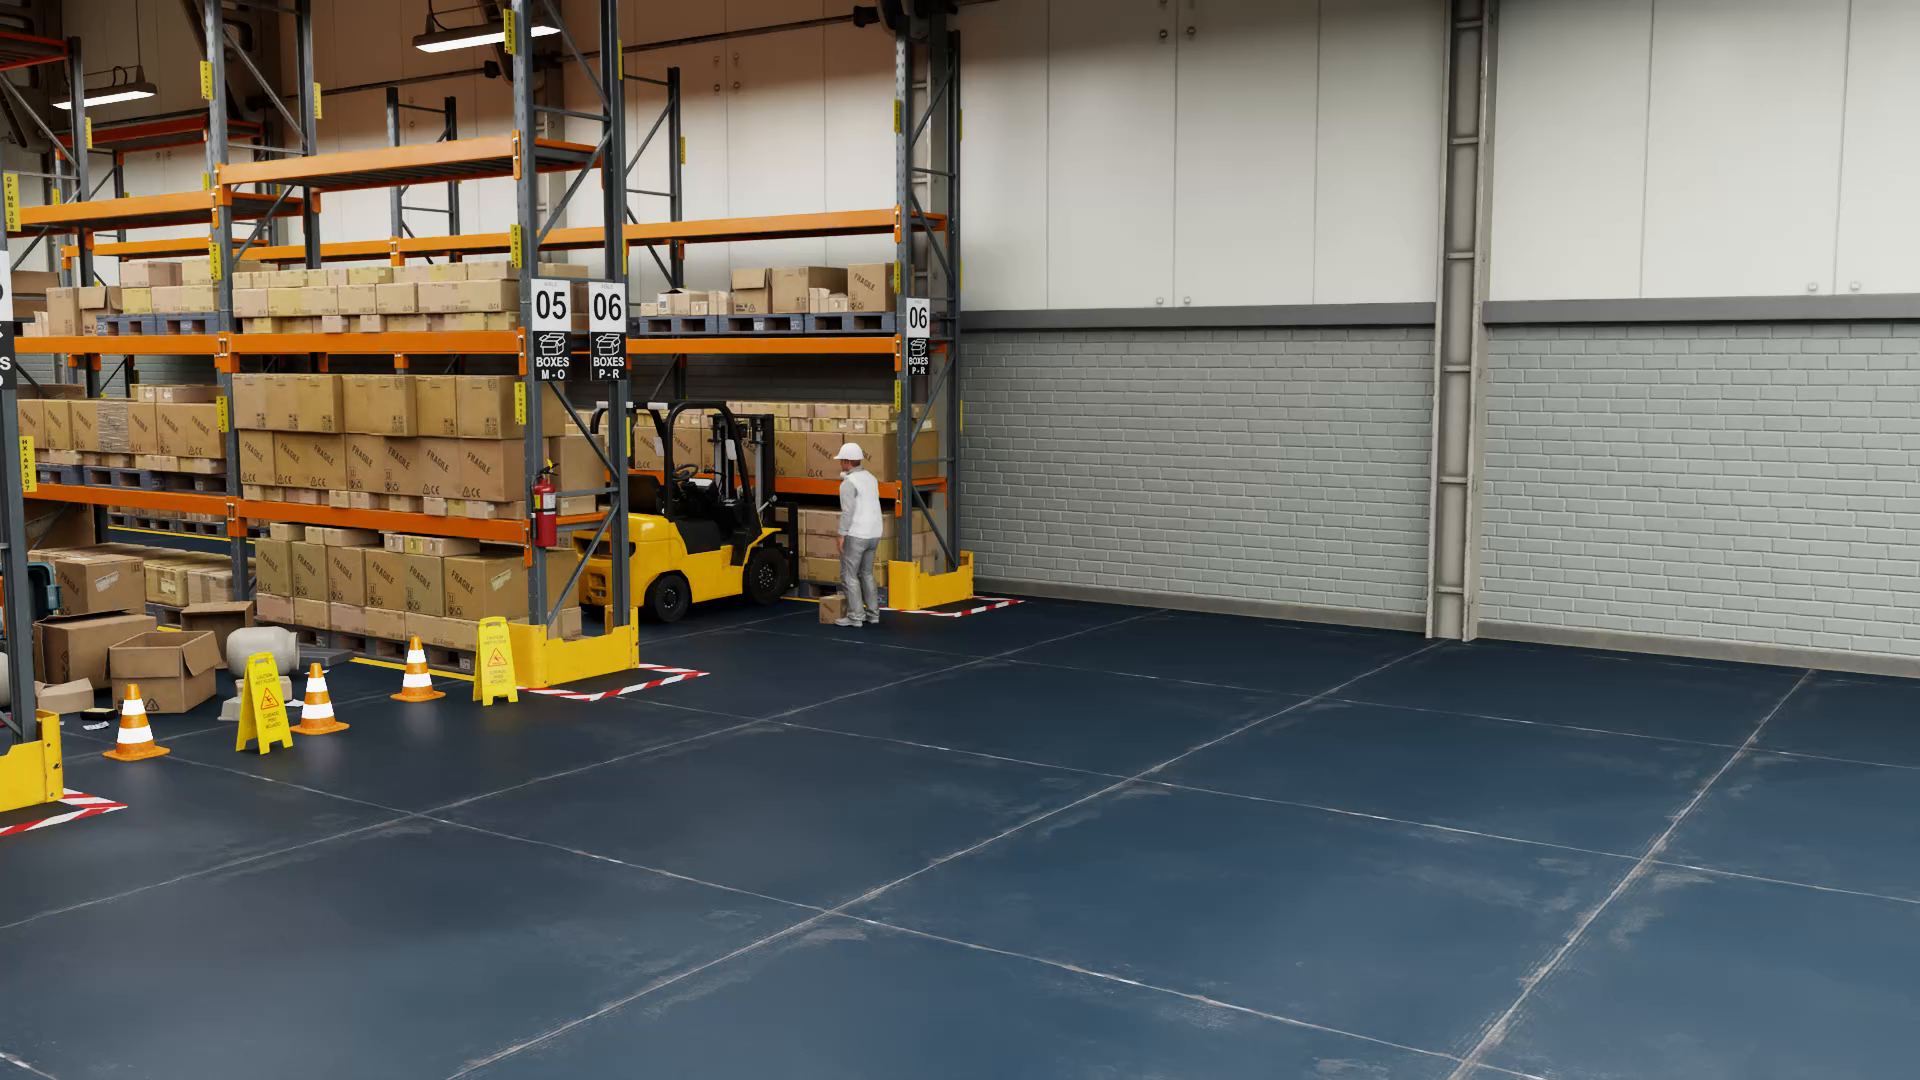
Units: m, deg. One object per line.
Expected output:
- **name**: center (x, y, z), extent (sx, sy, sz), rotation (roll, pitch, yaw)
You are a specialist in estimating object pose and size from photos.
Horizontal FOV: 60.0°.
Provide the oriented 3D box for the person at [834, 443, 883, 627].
- **person**: center (-0.989, -0.056, 16.155), extent (0.461, 1.772, 0.580), rotation (4, 8, 34)
